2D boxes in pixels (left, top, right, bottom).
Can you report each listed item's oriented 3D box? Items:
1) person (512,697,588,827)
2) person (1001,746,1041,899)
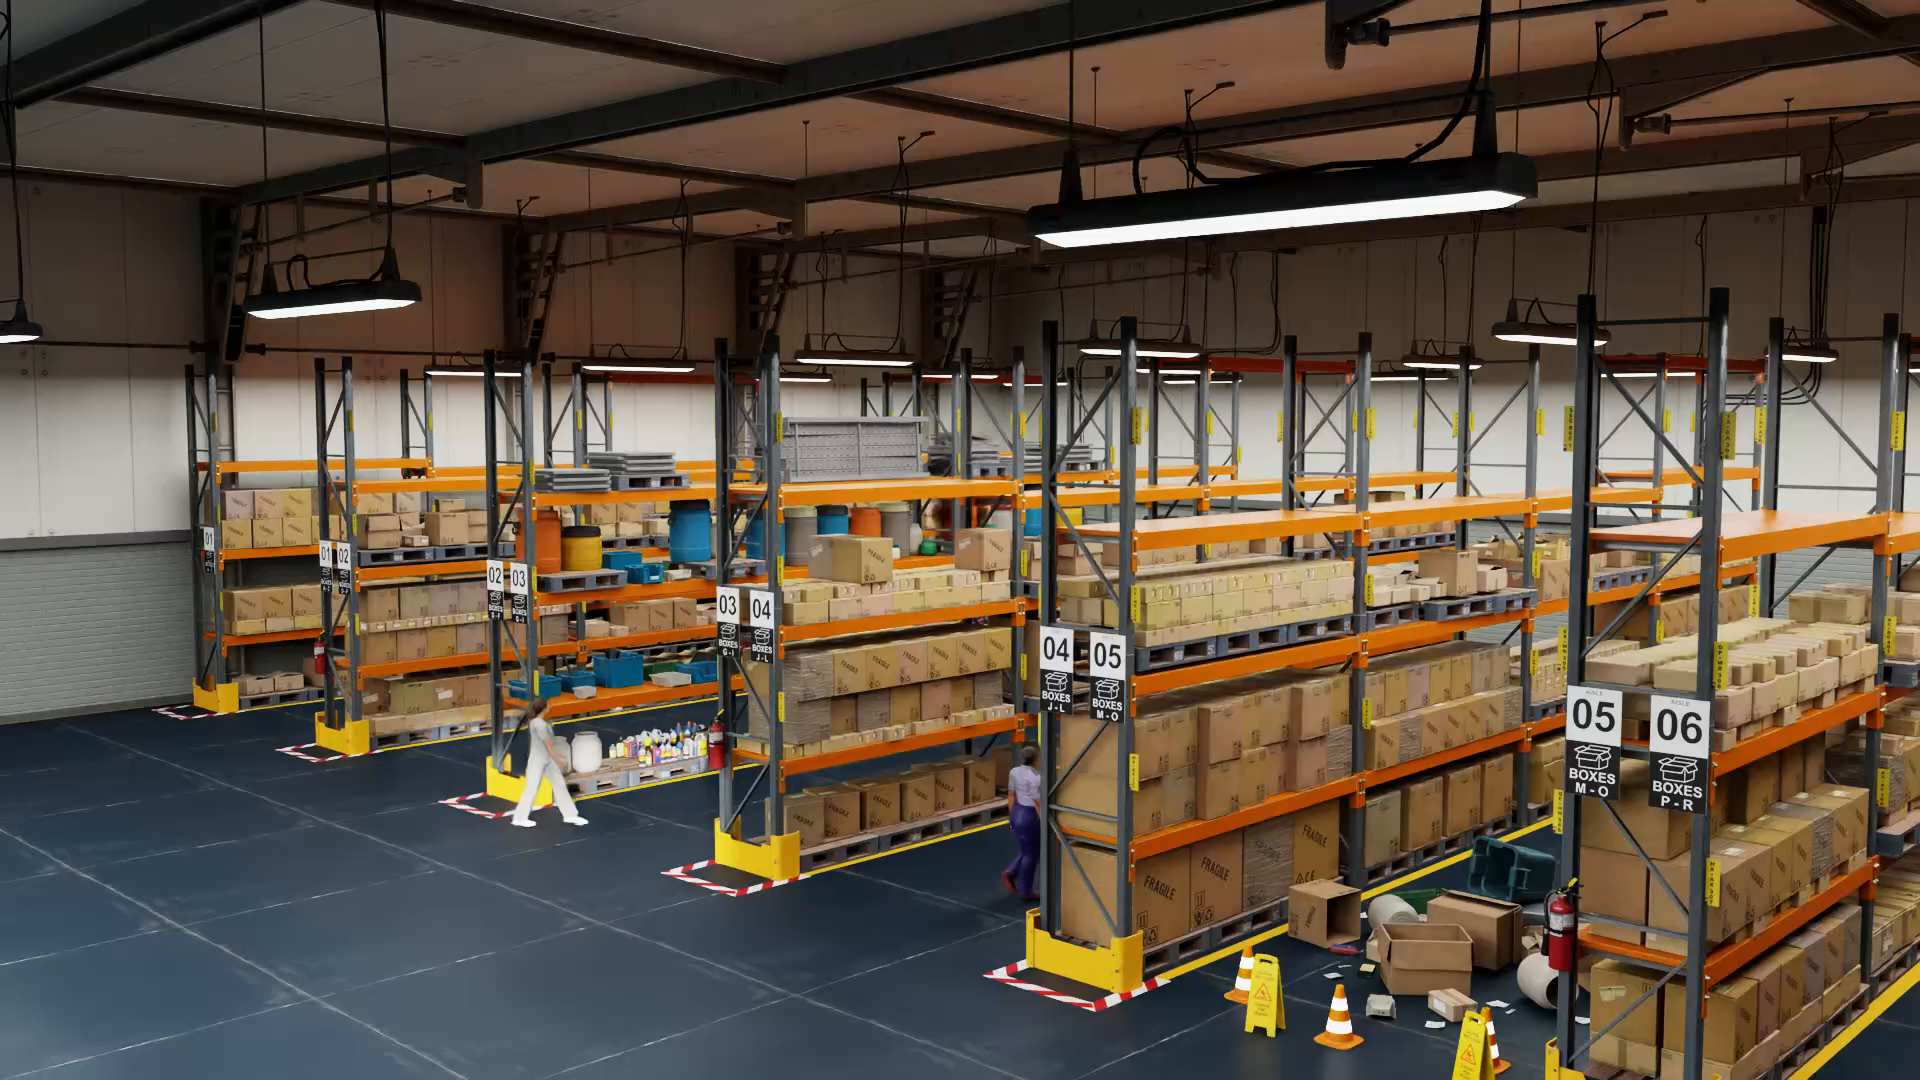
[{"bbox_3d":[-5.125,2.754,20.657,0.907,1.636,0.433,0,4,4],"label":"person"},{"bbox_3d":[0.698,2.984,17.601,0.475,1.641,0.480,-1,5,-14],"label":"person"}]
